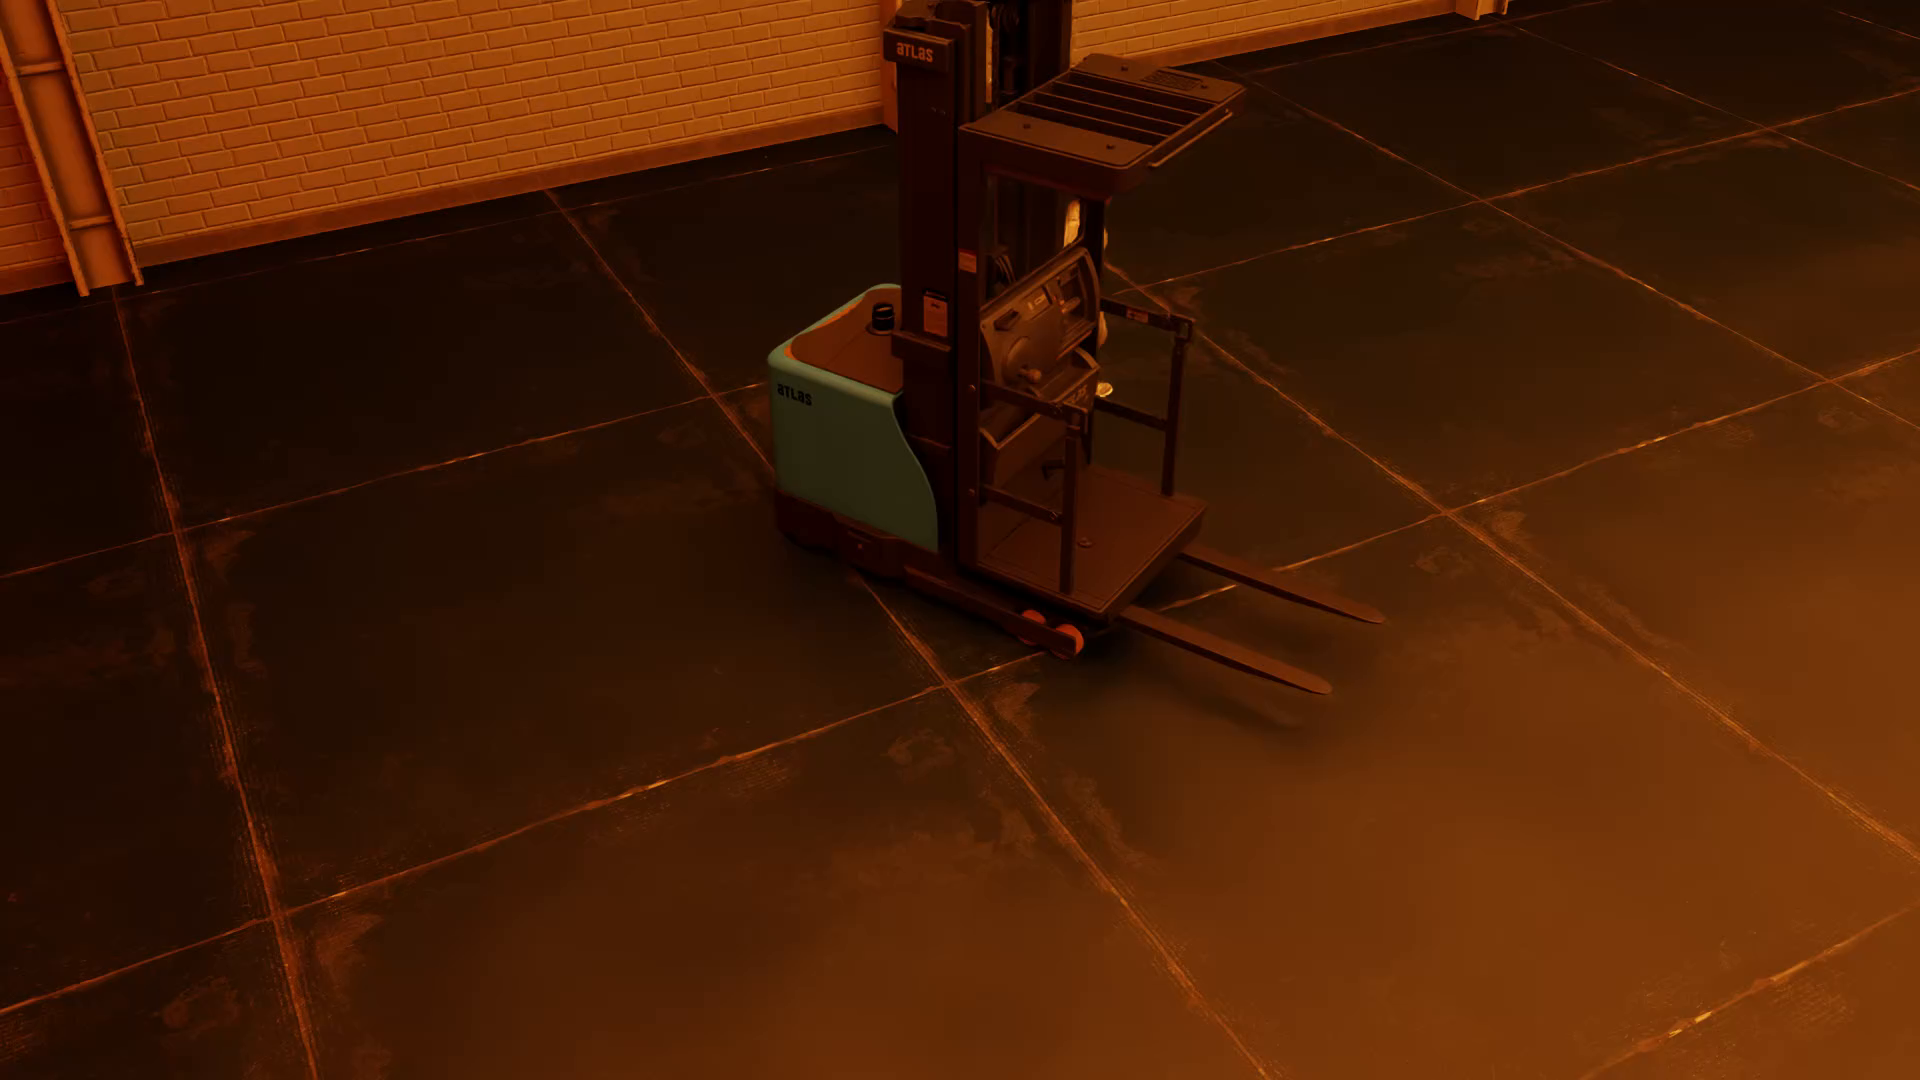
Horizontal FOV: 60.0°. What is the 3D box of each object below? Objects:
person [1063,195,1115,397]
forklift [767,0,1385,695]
[{"bbox_3d":[0.643,-1.349,9.230,0.387,1.564,0.725,11,37,15],"label":"person"},{"bbox_3d":[0.547,-0.984,7.515,3.031,2.935,1.130,21,40,27],"label":"forklift"}]
